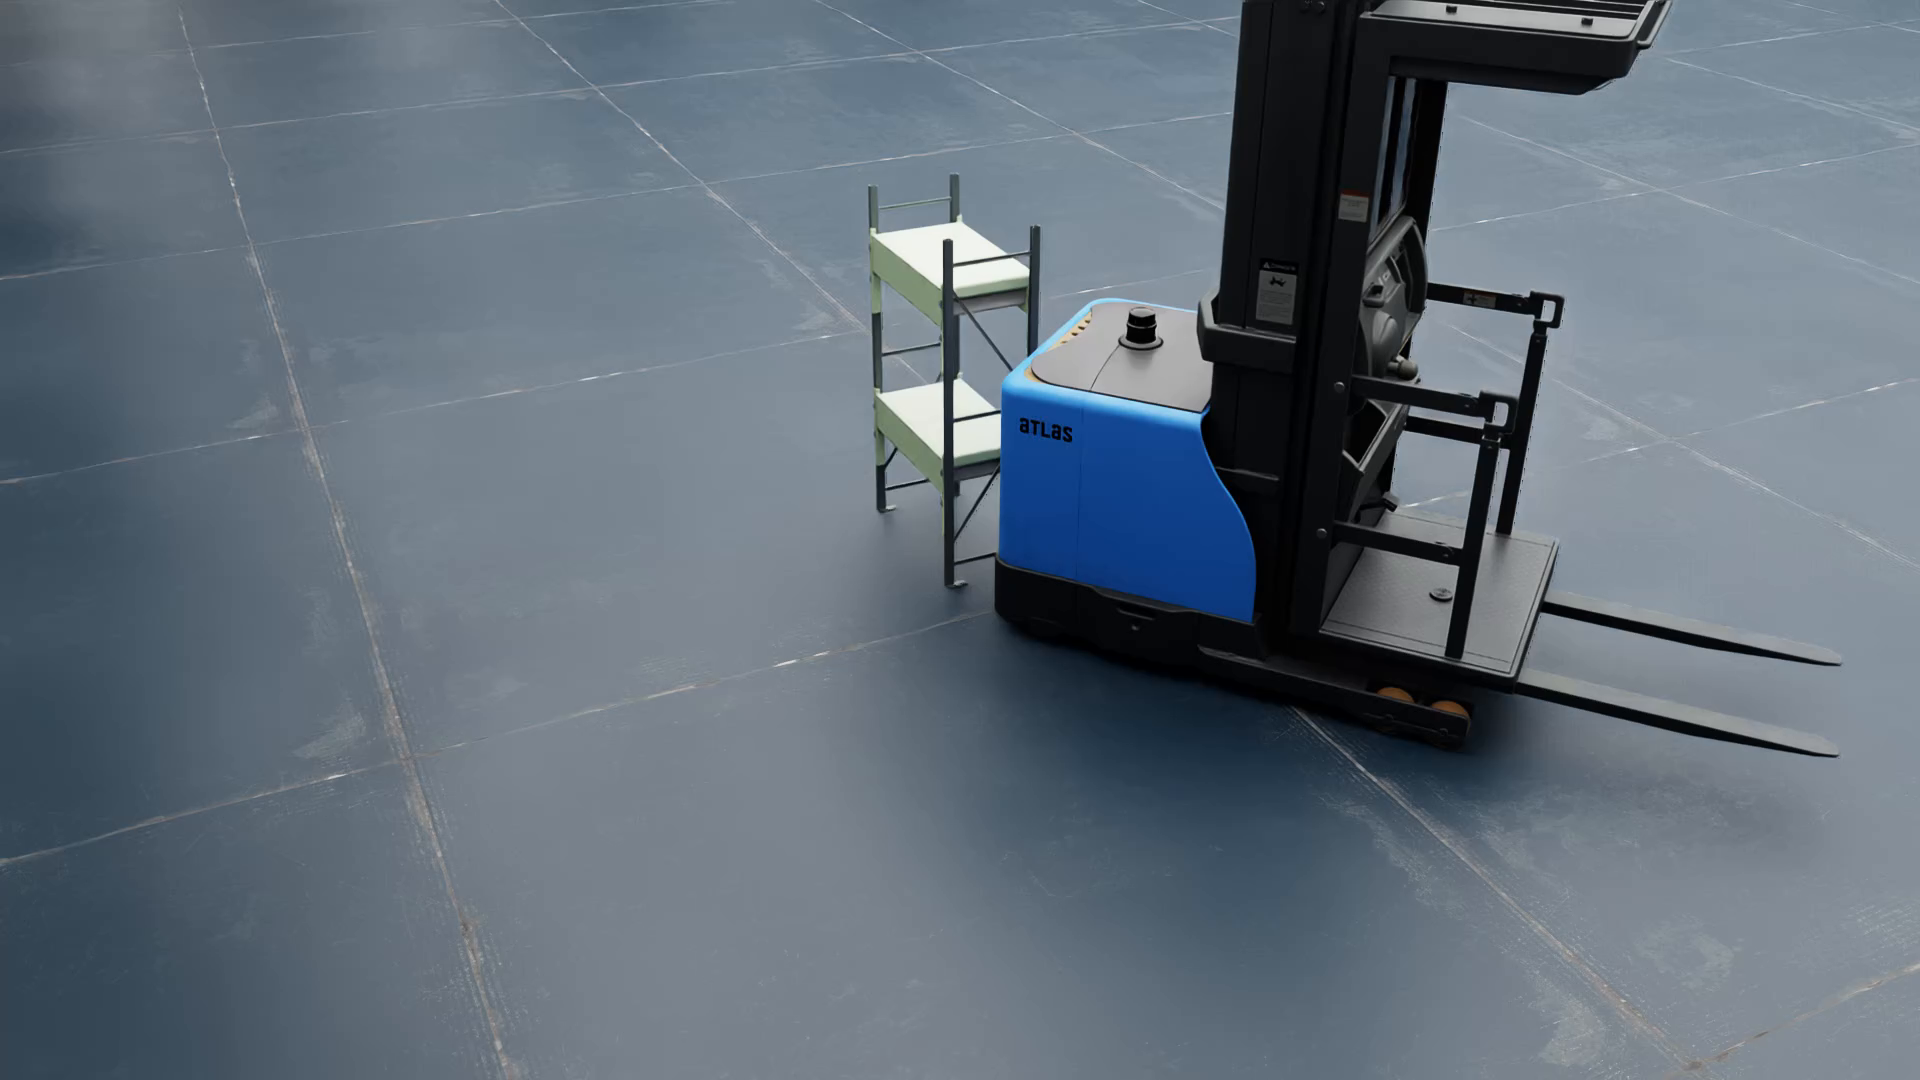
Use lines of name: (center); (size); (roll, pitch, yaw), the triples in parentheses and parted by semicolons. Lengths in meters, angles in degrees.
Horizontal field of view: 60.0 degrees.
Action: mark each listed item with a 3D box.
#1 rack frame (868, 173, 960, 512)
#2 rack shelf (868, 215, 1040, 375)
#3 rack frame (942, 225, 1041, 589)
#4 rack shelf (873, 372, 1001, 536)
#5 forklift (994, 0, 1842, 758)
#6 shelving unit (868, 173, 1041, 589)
rack frame: (-0.188, -0.824, 7.186); (0.400, 1.500, 0.023); (-13, 32, -22)
rack shelf: (-0.034, -1.002, 6.706); (0.431, 0.370, 0.720); (-13, 32, -22)
rack frame: (0.121, -0.499, 6.607); (0.400, 1.500, 0.023); (-13, 32, -22)
rack shelf: (-0.034, -0.377, 7.056); (0.431, 0.370, 0.720); (-13, 32, -22)
forklift: (1.694, -0.834, 5.740); (3.031, 2.935, 1.130); (13, 32, 22)
shelving unit: (-0.034, -0.662, 6.896); (0.431, 1.500, 0.755); (-13, 32, -22)
